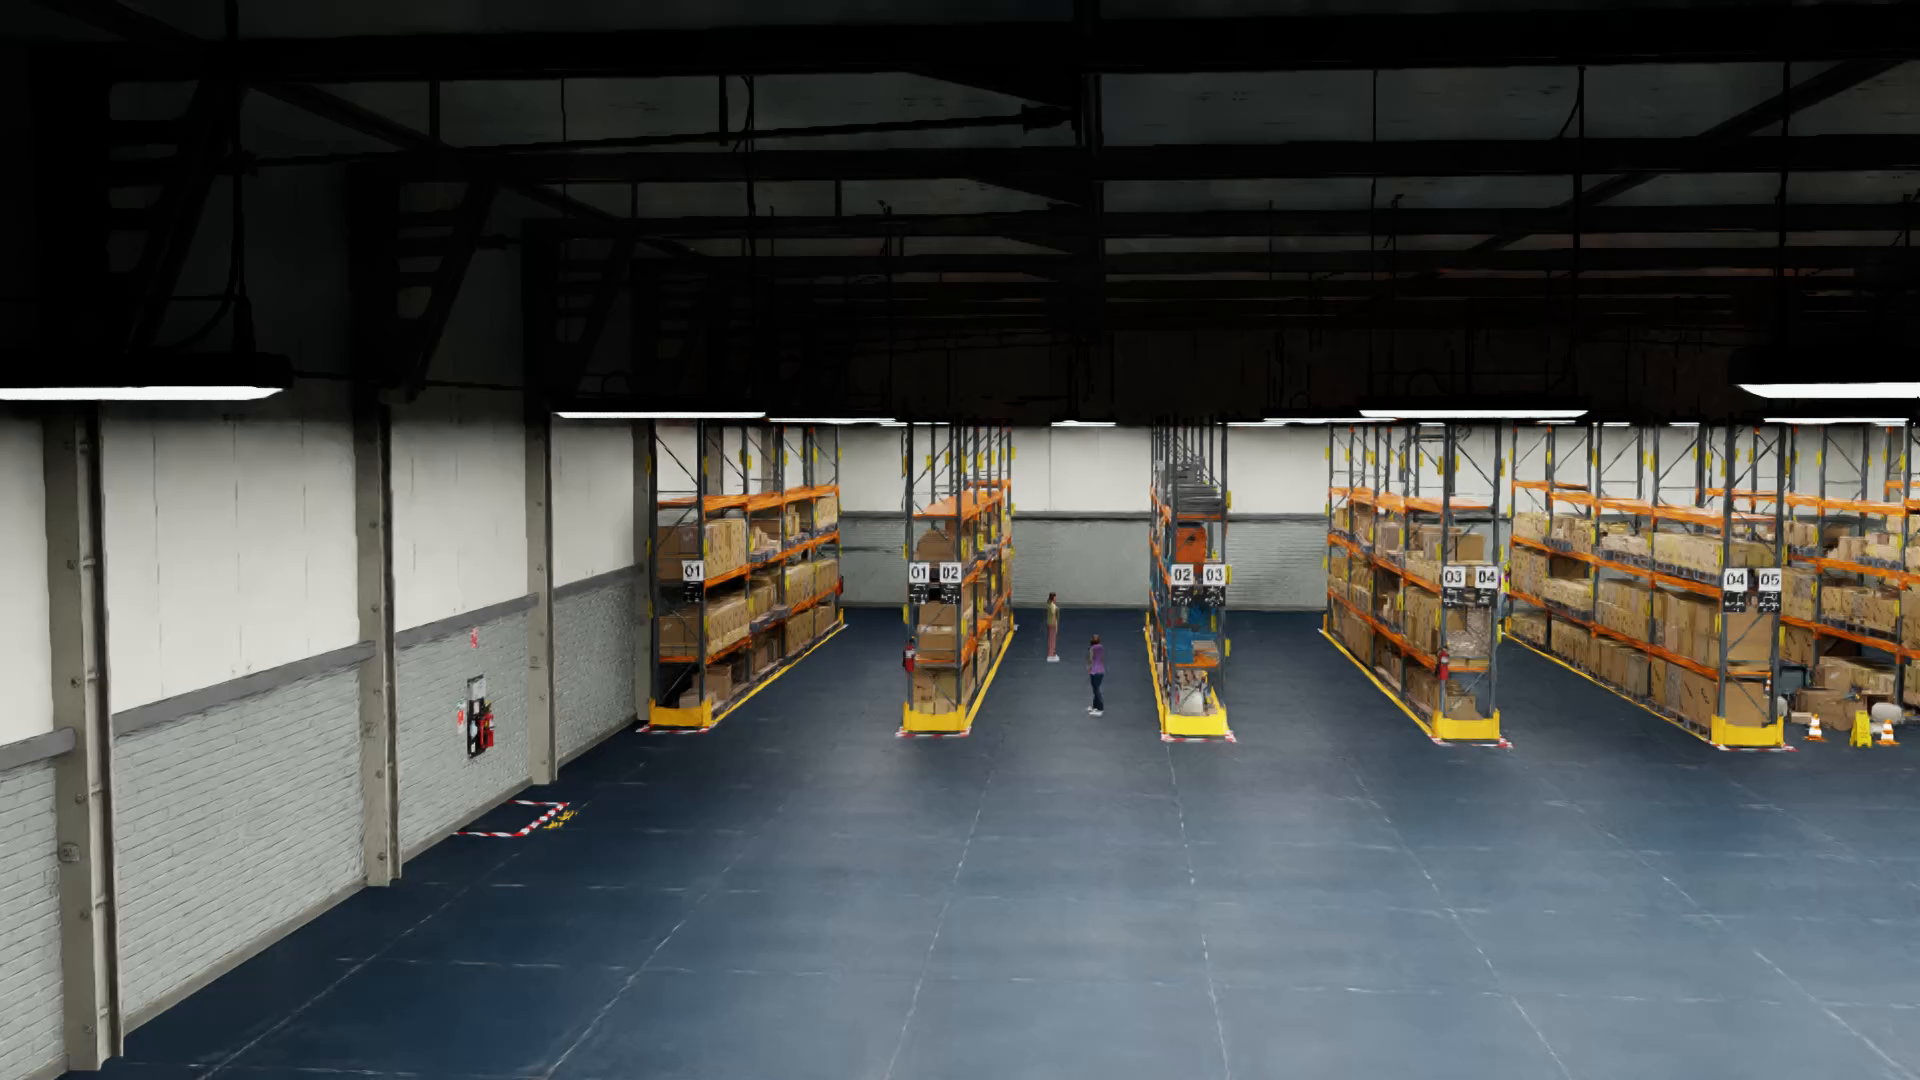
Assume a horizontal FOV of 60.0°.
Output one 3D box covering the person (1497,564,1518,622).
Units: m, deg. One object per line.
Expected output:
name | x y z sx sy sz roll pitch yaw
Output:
person | 16.214 1.564 49.247 0.619 1.715 0.973 2 4 27

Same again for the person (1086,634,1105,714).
person | 2.703 2.671 33.317 0.527 1.592 0.523 3 5 38

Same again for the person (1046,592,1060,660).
person | 2.306 2.108 41.010 0.390 1.677 0.545 -1 4 -17
